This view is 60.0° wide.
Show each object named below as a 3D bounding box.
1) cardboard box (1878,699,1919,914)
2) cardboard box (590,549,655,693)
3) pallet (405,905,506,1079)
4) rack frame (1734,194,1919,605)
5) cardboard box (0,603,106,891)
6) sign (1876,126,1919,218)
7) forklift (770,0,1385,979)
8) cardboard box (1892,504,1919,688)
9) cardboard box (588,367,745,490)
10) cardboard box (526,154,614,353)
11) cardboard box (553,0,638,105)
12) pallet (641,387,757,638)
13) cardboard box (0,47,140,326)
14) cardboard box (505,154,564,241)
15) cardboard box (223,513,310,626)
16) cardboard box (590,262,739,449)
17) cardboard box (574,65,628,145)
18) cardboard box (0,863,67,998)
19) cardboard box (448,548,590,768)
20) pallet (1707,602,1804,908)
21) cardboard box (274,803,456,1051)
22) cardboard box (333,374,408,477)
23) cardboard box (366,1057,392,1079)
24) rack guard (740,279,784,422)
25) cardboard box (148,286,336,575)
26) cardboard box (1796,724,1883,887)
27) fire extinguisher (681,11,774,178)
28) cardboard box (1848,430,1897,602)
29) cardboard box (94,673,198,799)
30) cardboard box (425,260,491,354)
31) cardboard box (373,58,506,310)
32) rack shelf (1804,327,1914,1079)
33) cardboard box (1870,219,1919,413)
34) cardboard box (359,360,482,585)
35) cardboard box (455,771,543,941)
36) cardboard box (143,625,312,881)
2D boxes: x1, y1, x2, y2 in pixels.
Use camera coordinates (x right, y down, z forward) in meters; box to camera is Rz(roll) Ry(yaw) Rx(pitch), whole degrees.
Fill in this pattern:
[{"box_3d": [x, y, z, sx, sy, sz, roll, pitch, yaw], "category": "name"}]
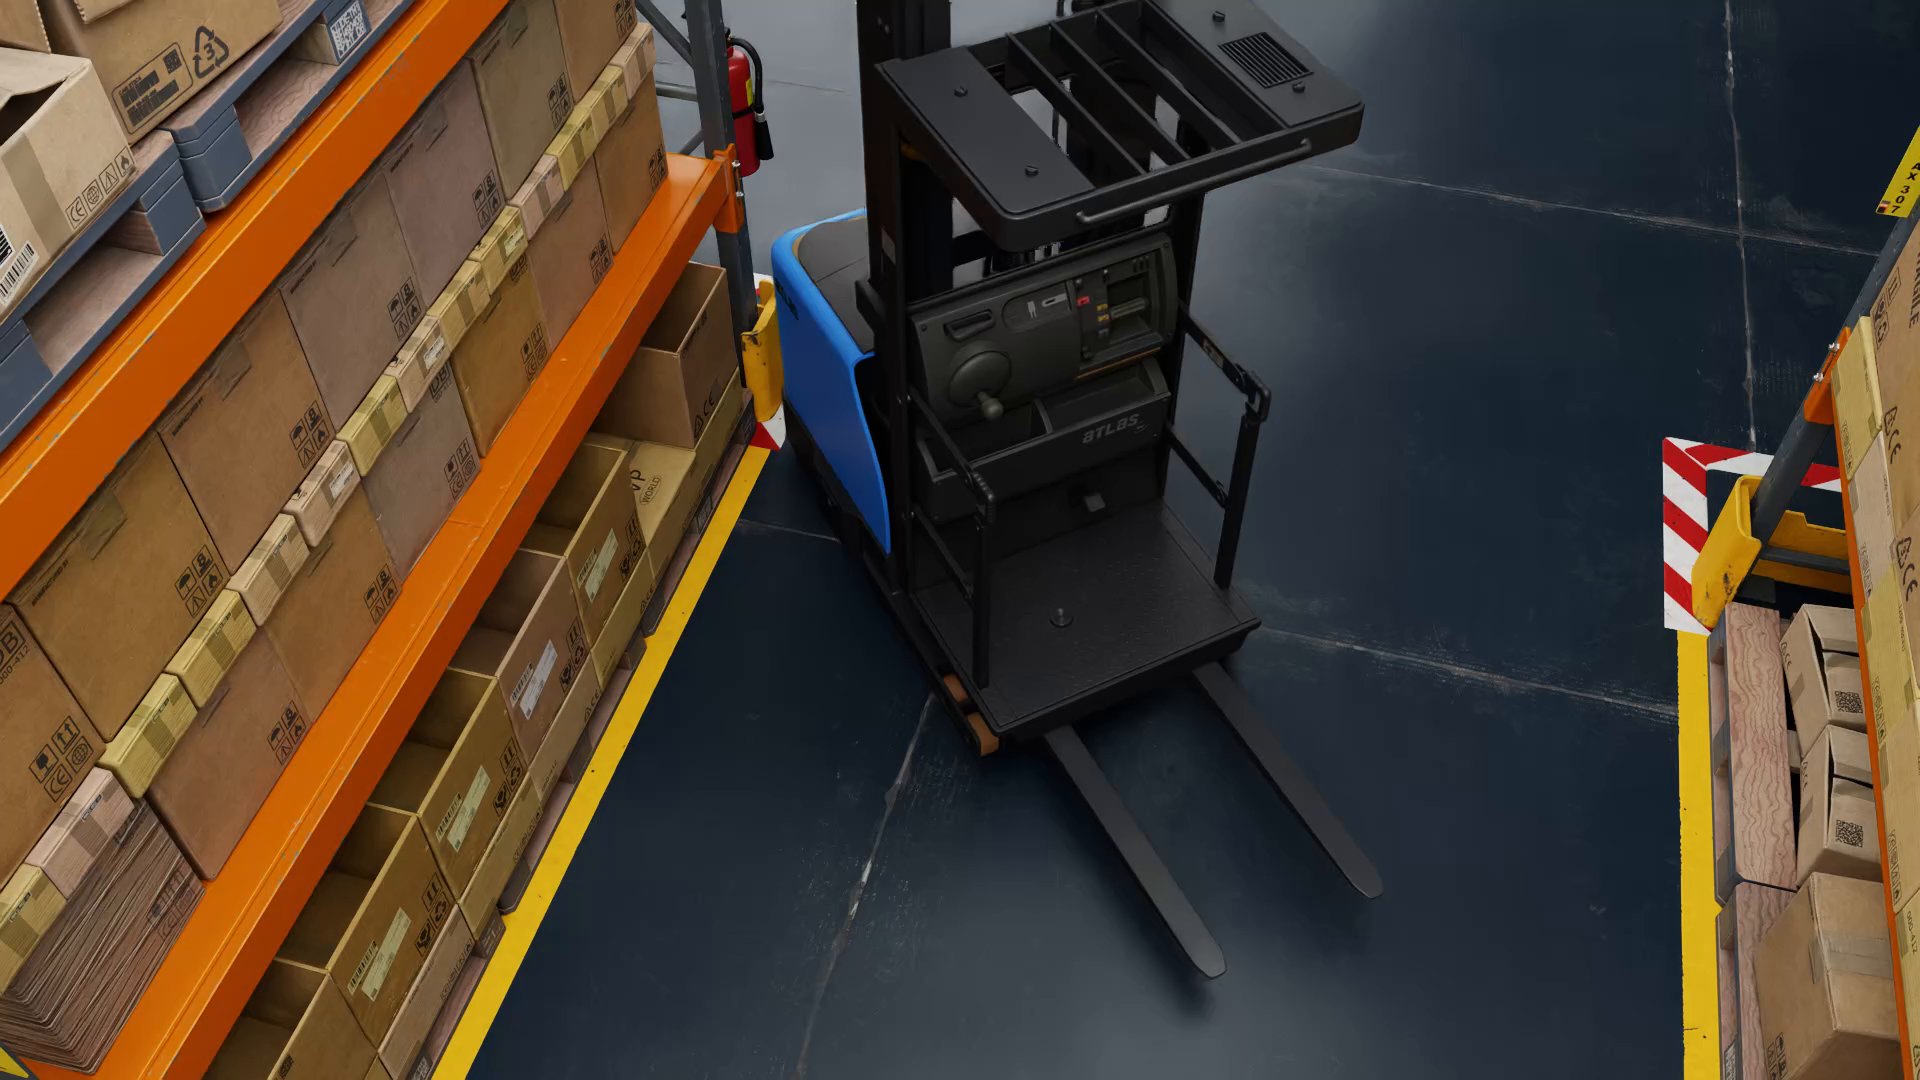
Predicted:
[{"box_3d": [2.610, 0.713, 4.126, 0.500, 0.250, 0.500, 12, 50, 10], "category": "cardboard box"}, {"box_3d": [-1.443, 0.237, 6.013, 0.500, 0.250, 0.500, 12, 50, 10], "category": "cardboard box"}, {"box_3d": [-2.140, 1.543, 5.167, 1.003, 0.211, 1.213, 12, 50, 10], "category": "pallet"}, {"box_3d": [3.443, -0.732, 5.314, 1.000, 3.000, 0.127, 12, 50, 10], "category": "rack frame"}, {"box_3d": [-2.279, 0.402, 3.381, 0.700, 0.500, 0.500, 12, 50, 10], "category": "cardboard box"}, {"box_3d": [2.920, -1.125, 5.084, 0.100, 0.325, 0.005, 12, 50, 10], "category": "sign"}, {"box_3d": [0.389, -0.582, 5.228, 1.130, 2.935, 3.031, -21, 52, -18], "category": "forklift"}, {"box_3d": [2.746, 0.077, 4.187, 0.500, 0.500, 0.500, 10, 49, 9], "category": "cardboard box"}, {"box_3d": [-1.193, -0.489, 6.654, 0.500, 0.250, 0.500, 12, 50, 10], "category": "cardboard box"}, {"box_3d": [-1.606, -1.024, 5.505, 0.700, 0.500, 0.500, 13, 50, 11], "category": "cardboard box"}, {"box_3d": [-1.486, -1.795, 5.321, 0.700, 0.500, 0.500, 12, 50, 10], "category": "cardboard box"}, {"box_3d": [-1.498, -0.222, 6.724, 1.003, 0.211, 1.213, 12, 50, 10], "category": "pallet"}, {"box_3d": [-1.861, -0.664, 2.940, 0.500, 0.311, 0.500, 9, 49, 8], "category": "cardboard box"}, {"box_3d": [-1.457, -1.084, 5.126, 0.380, 0.149, 0.250, 12, 50, 11], "category": "cardboard box"}, {"box_3d": [-1.864, 0.044, 4.130, 0.380, 0.149, 0.250, 10, 49, 9], "category": "cardboard box"}, {"box_3d": [-1.191, -0.737, 6.372, 0.500, 0.500, 0.500, 12, 50, 10], "category": "cardboard box"}, {"box_3d": [-1.321, -1.451, 5.449, 0.380, 0.149, 0.250, 13, 50, 11], "category": "cardboard box"}, {"box_3d": [-2.132, 0.783, 3.478, 0.380, 0.149, 0.250, 11, 50, 10], "category": "cardboard box"}, {"box_3d": [-1.573, 0.351, 5.413, 0.500, 0.500, 0.500, 12, 50, 10], "category": "cardboard box"}, {"box_3d": [3.175, 0.827, 5.798, 1.003, 0.211, 1.213, 12, 50, 10], "category": "pallet"}, {"box_3d": [-1.842, 1.073, 4.775, 0.500, 0.500, 0.500, 12, 50, 10], "category": "cardboard box"}, {"box_3d": [-1.728, -0.338, 4.467, 0.380, 0.149, 0.250, 11, 50, 10], "category": "cardboard box"}, {"box_3d": [-1.975, 1.682, 4.737, 0.500, 0.250, 0.500, 12, 50, 10], "category": "cardboard box"}, {"box_3d": [-1.331, -0.897, 7.127, 1.175, 0.500, 0.348, 12, 50, 10], "category": "rack guard"}, {"box_3d": [-2.015, -0.326, 4.024, 0.700, 0.500, 0.500, 12, 50, 10], "category": "cardboard box"}, {"box_3d": [3.024, 0.908, 5.367, 0.500, 0.311, 0.500, 15, 50, 13], "category": "cardboard box"}, {"box_3d": [-0.858, -1.675, 6.198, 0.296, 0.674, 0.183, 12, 50, 10], "category": "fire extinguisher"}, {"box_3d": [2.885, -0.020, 4.772, 0.500, 0.250, 0.500, 10, 49, 9], "category": "cardboard box"}, {"box_3d": [-2.000, 0.414, 3.803, 0.380, 0.149, 0.250, 10, 49, 9], "category": "cardboard box"}, {"box_3d": [-1.593, -0.703, 4.790, 0.380, 0.149, 0.250, 13, 50, 11], "category": "cardboard box"}, {"box_3d": [-1.751, -1.049, 4.662, 0.700, 0.500, 0.500, 12, 50, 10], "category": "cardboard box"}, {"box_3d": [2.917, 0.953, 4.307, 1.077, 0.370, 4.000, 12, 50, 10], "category": "rack shelf"}, {"box_3d": [3.027, -0.651, 4.829, 0.500, 0.500, 0.500, 12, 50, 10], "category": "cardboard box"}, {"box_3d": [-1.877, -0.284, 4.852, 0.700, 0.500, 0.500, 13, 50, 11], "category": "cardboard box"}, {"box_3d": [-1.702, 0.961, 5.374, 0.500, 0.250, 0.500, 12, 50, 10], "category": "cardboard box"}, {"box_3d": [-2.146, 0.449, 4.205, 0.700, 0.500, 0.500, 11, 50, 10], "category": "cardboard box"}]
